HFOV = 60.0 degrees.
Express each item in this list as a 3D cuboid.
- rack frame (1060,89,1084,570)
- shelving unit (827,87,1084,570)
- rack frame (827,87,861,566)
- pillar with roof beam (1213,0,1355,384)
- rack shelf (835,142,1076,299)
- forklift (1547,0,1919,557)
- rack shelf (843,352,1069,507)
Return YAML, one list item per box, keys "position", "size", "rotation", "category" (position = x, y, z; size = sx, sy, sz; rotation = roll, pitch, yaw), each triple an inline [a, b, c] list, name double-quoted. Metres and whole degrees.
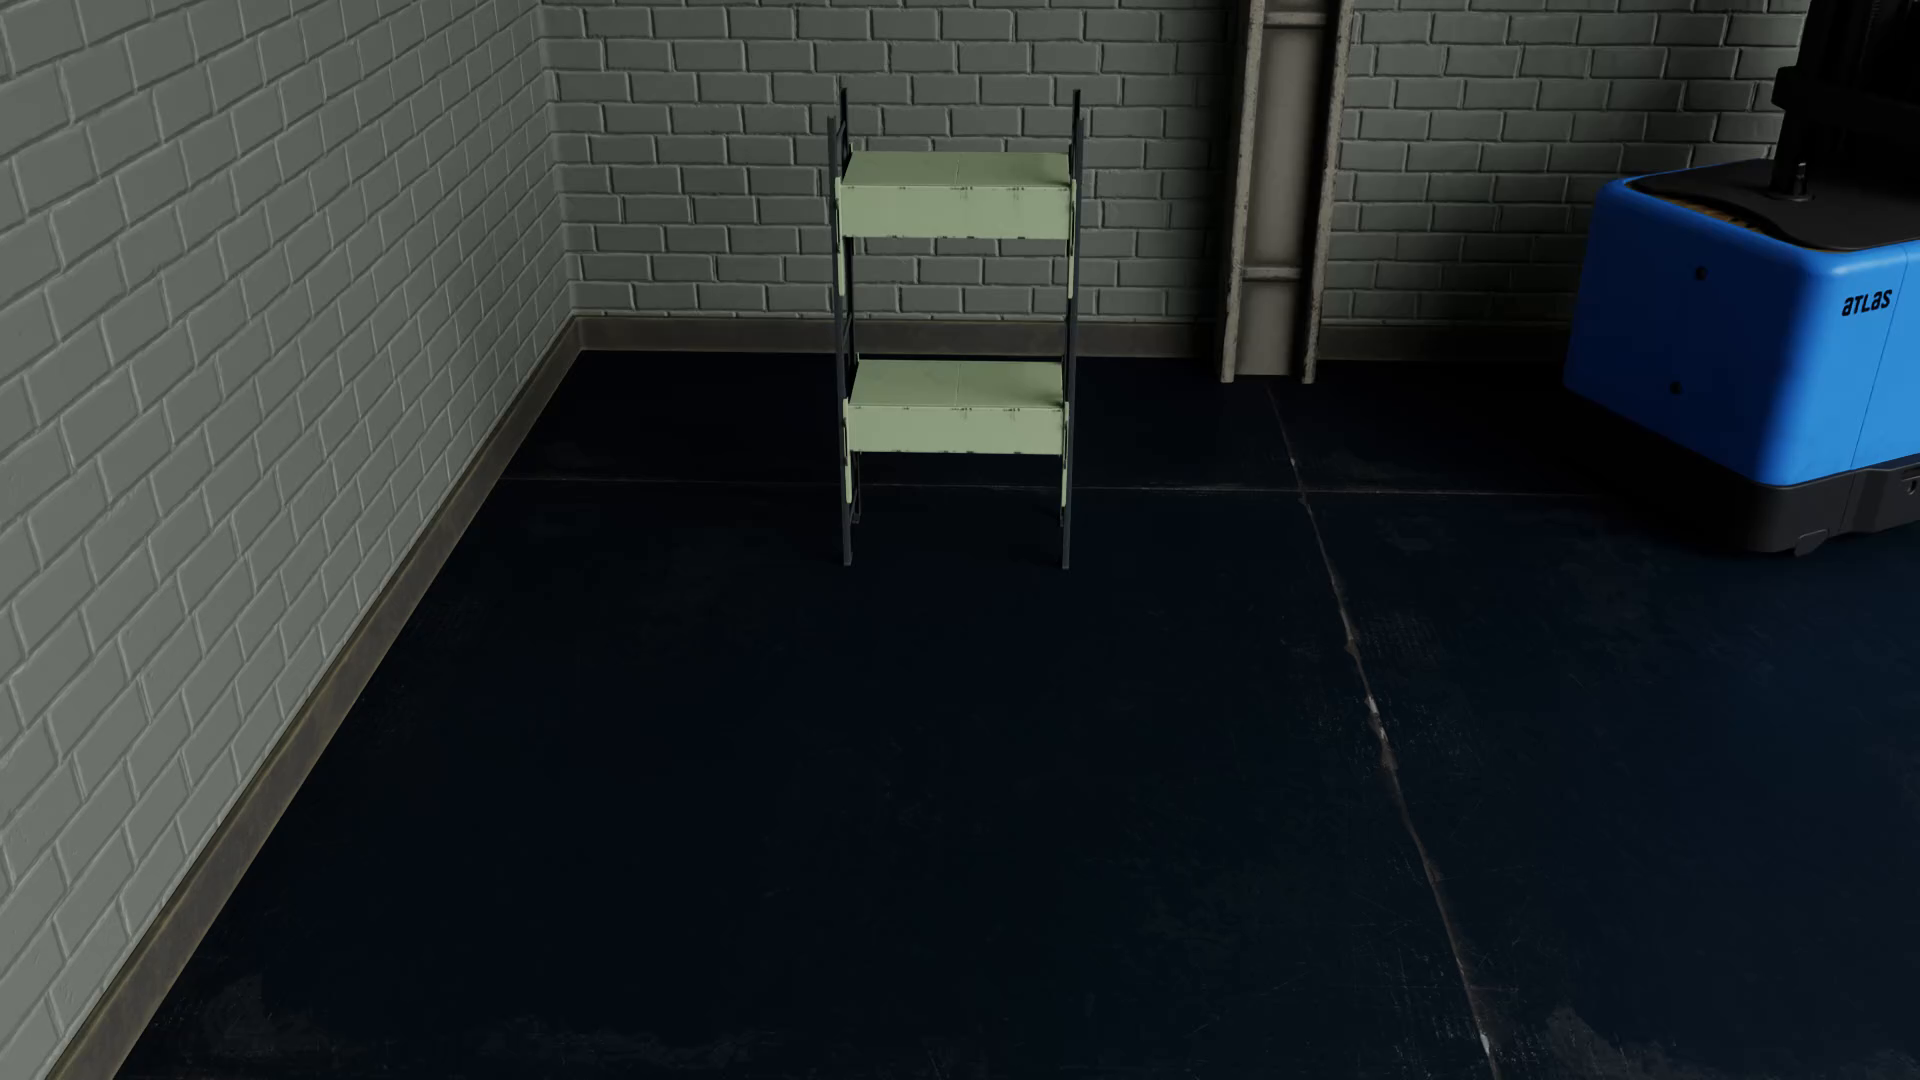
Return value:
- position: [0.359, -0.657, 5.388]
  size: [0.023, 1.500, 0.400]
  rotation: [1, 28, 2]
  category: "rack frame"
- position: [-0.007, -0.663, 5.399]
  size: [0.755, 1.500, 0.431]
  rotation: [1, 28, 2]
  category: "shelving unit"
- position: [-0.372, -0.669, 5.410]
  size: [0.023, 1.500, 0.400]
  rotation: [1, 28, 2]
  category: "rack frame"
- position: [1.145, -2.694, 1.225]
  size: [0.400, 9.000, 9.100]
  rotation: [1, 28, 2]
  category: "pillar with roof beam"
- position: [-0.007, -1.008, 5.216]
  size: [0.720, 0.370, 0.431]
  rotation: [1, 28, 2]
  category: "rack shelf"
- position: [3.779, -1.692, 5.813]
  size: [3.031, 2.935, 1.130]
  rotation: [-12, 30, -22]
  category: "forklift"
- position: [-0.007, -0.375, 5.552]
  size: [0.720, 0.370, 0.431]
  rotation: [1, 28, 2]
  category: "rack shelf"
